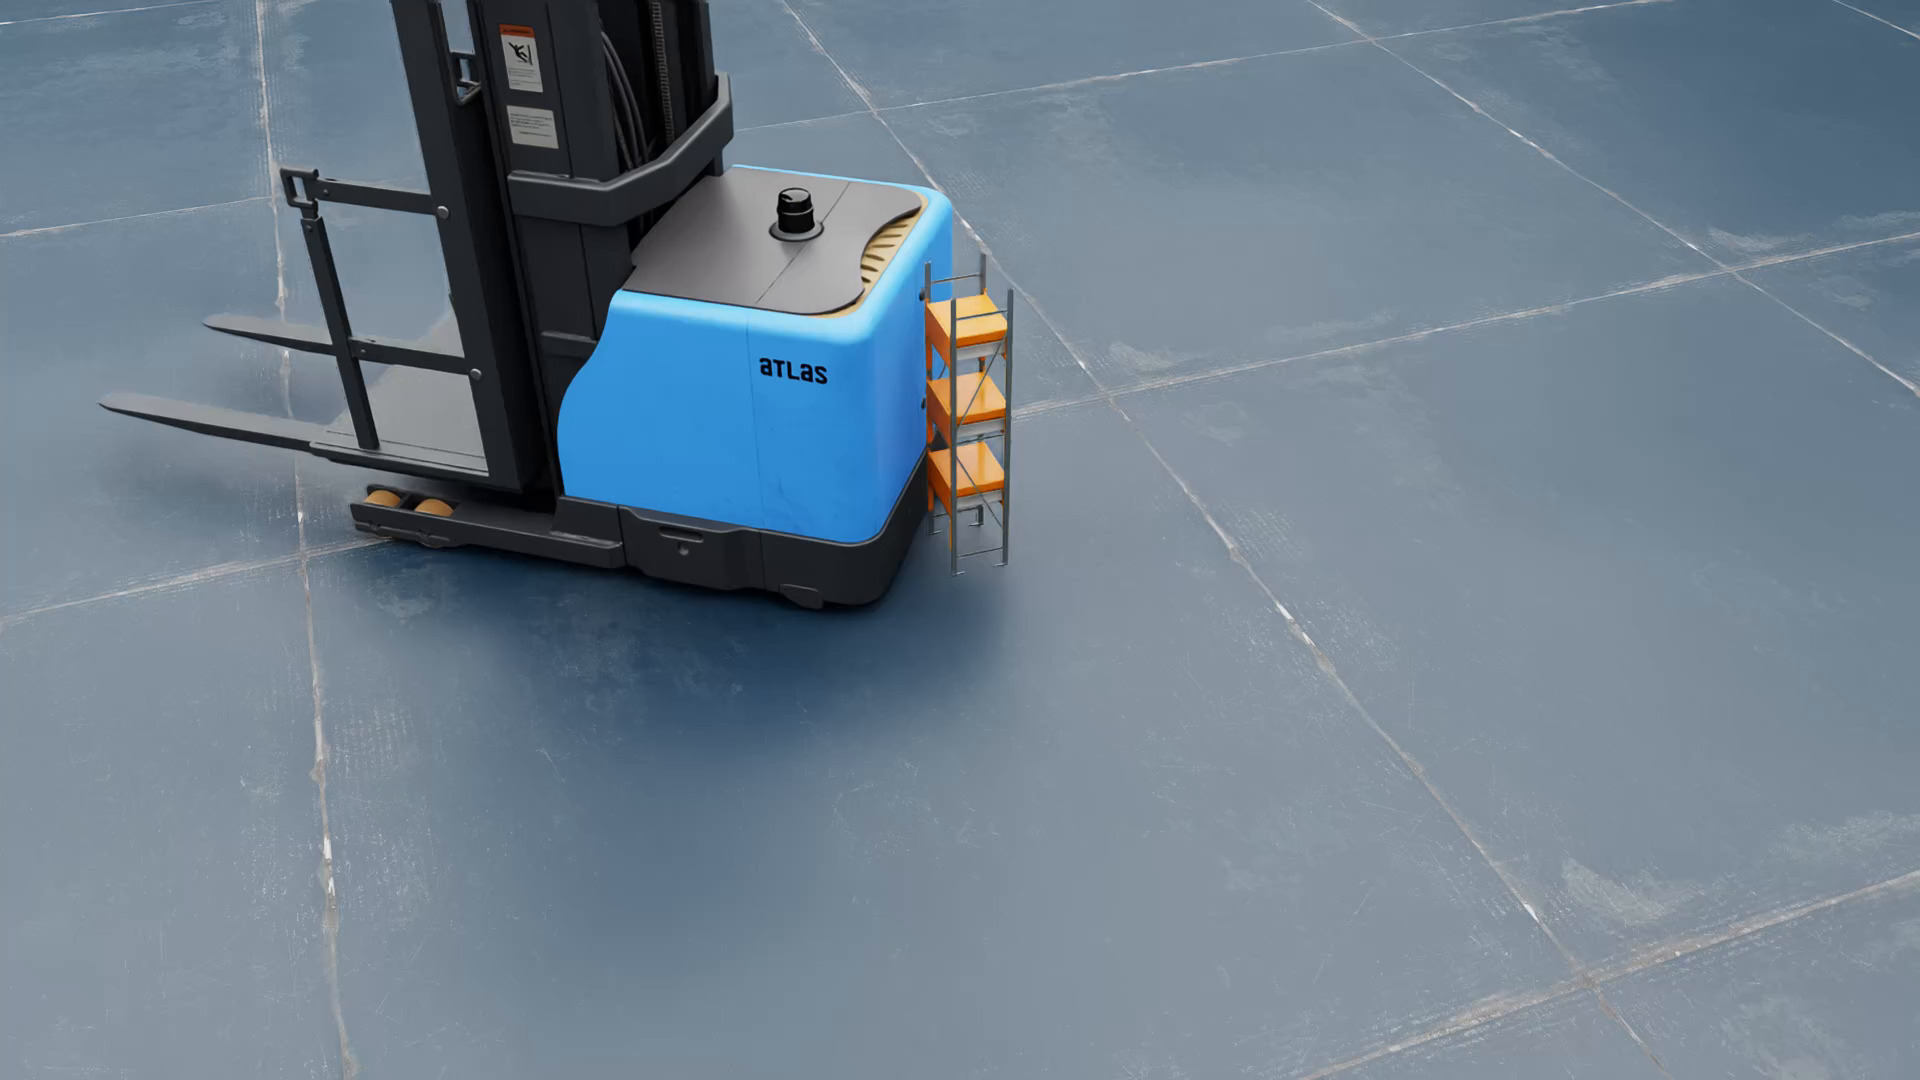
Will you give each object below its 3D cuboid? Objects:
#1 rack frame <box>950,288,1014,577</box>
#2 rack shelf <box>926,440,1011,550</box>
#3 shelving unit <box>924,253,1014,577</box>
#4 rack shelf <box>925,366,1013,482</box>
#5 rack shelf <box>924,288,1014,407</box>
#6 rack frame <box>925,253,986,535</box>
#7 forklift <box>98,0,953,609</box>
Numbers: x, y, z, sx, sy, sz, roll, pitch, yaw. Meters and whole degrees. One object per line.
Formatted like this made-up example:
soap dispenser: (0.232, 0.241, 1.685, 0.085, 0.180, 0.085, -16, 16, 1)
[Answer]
rack frame: (0.066, -0.318, 5.300, 0.200, 1.050, 0.008, -12, 39, -15)
rack shelf: (0.026, -0.157, 5.565, 0.215, 0.259, 0.240, -12, 39, -15)
shelving unit: (0.026, -0.388, 5.392, 0.215, 1.050, 0.252, -12, 39, -15)
rack shelf: (0.026, -0.379, 5.398, 0.215, 0.259, 0.240, -12, 39, -15)
rack shelf: (0.026, -0.606, 5.228, 0.215, 0.259, 0.240, -12, 39, -15)
rack frame: (-0.014, -0.457, 5.484, 0.200, 1.050, 0.008, -12, 39, -15)
forklift: (-1.586, -1.438, 5.223, 3.031, 2.935, 1.130, 10, 38, 12)
